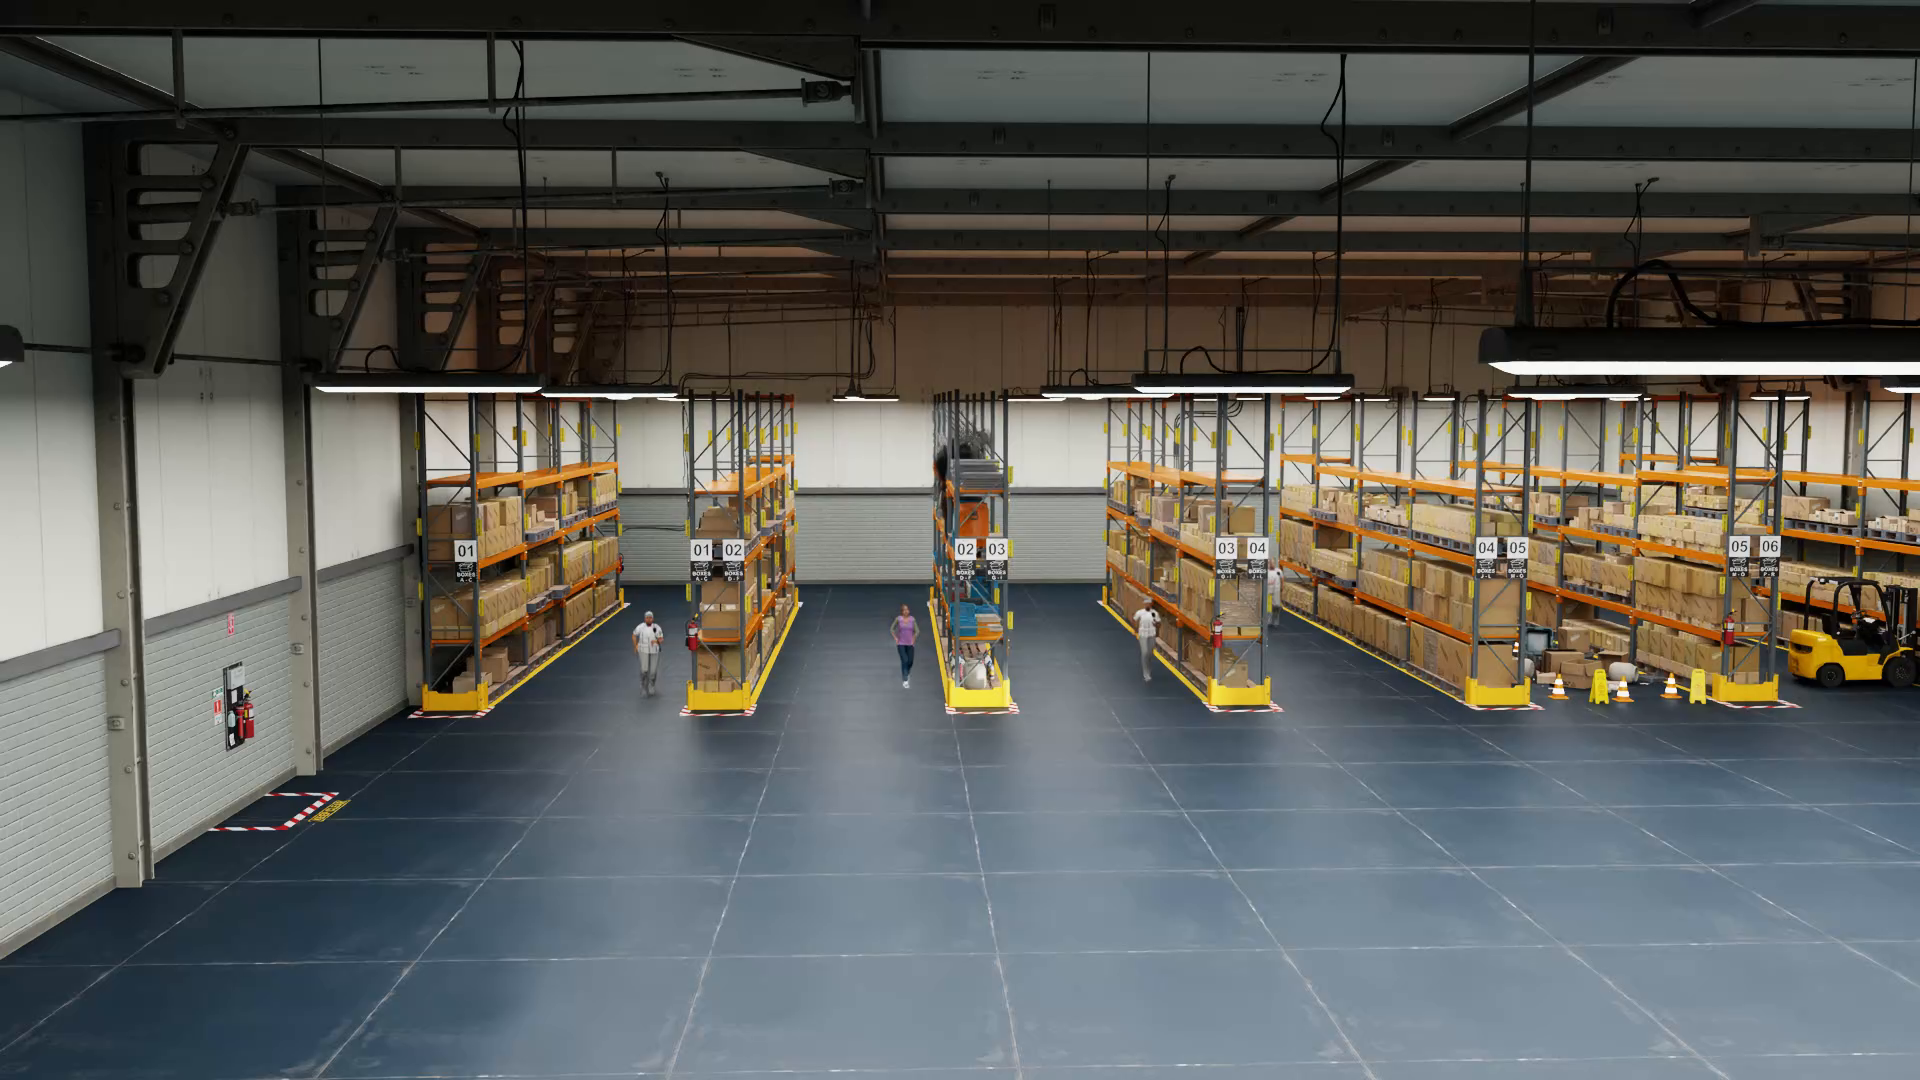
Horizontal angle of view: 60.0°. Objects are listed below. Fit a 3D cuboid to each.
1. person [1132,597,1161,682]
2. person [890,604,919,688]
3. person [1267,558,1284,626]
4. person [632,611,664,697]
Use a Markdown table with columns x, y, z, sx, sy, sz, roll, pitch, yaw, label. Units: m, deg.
| x | y | z | sx | sy | sz | roll | pitch | yaw | label |
| --- | --- | --- | --- | --- | --- | --- | --- | --- | --- |
| 3.910 | 2.031 | 34.711 | 0.562 | 1.721 | 0.867 | -1 | 5 | -10 | person |
| -1.074 | 2.042 | 32.160 | 0.557 | 1.576 | 0.569 | -1 | 5 | -12 | person |
| 8.080 | 1.344 | 42.953 | 0.640 | 1.793 | 0.703 | 0 | 5 | 3 | person |
| -6.108 | 2.241 | 32.627 | 0.577 | 1.679 | 0.672 | -1 | 5 | -17 | person |
